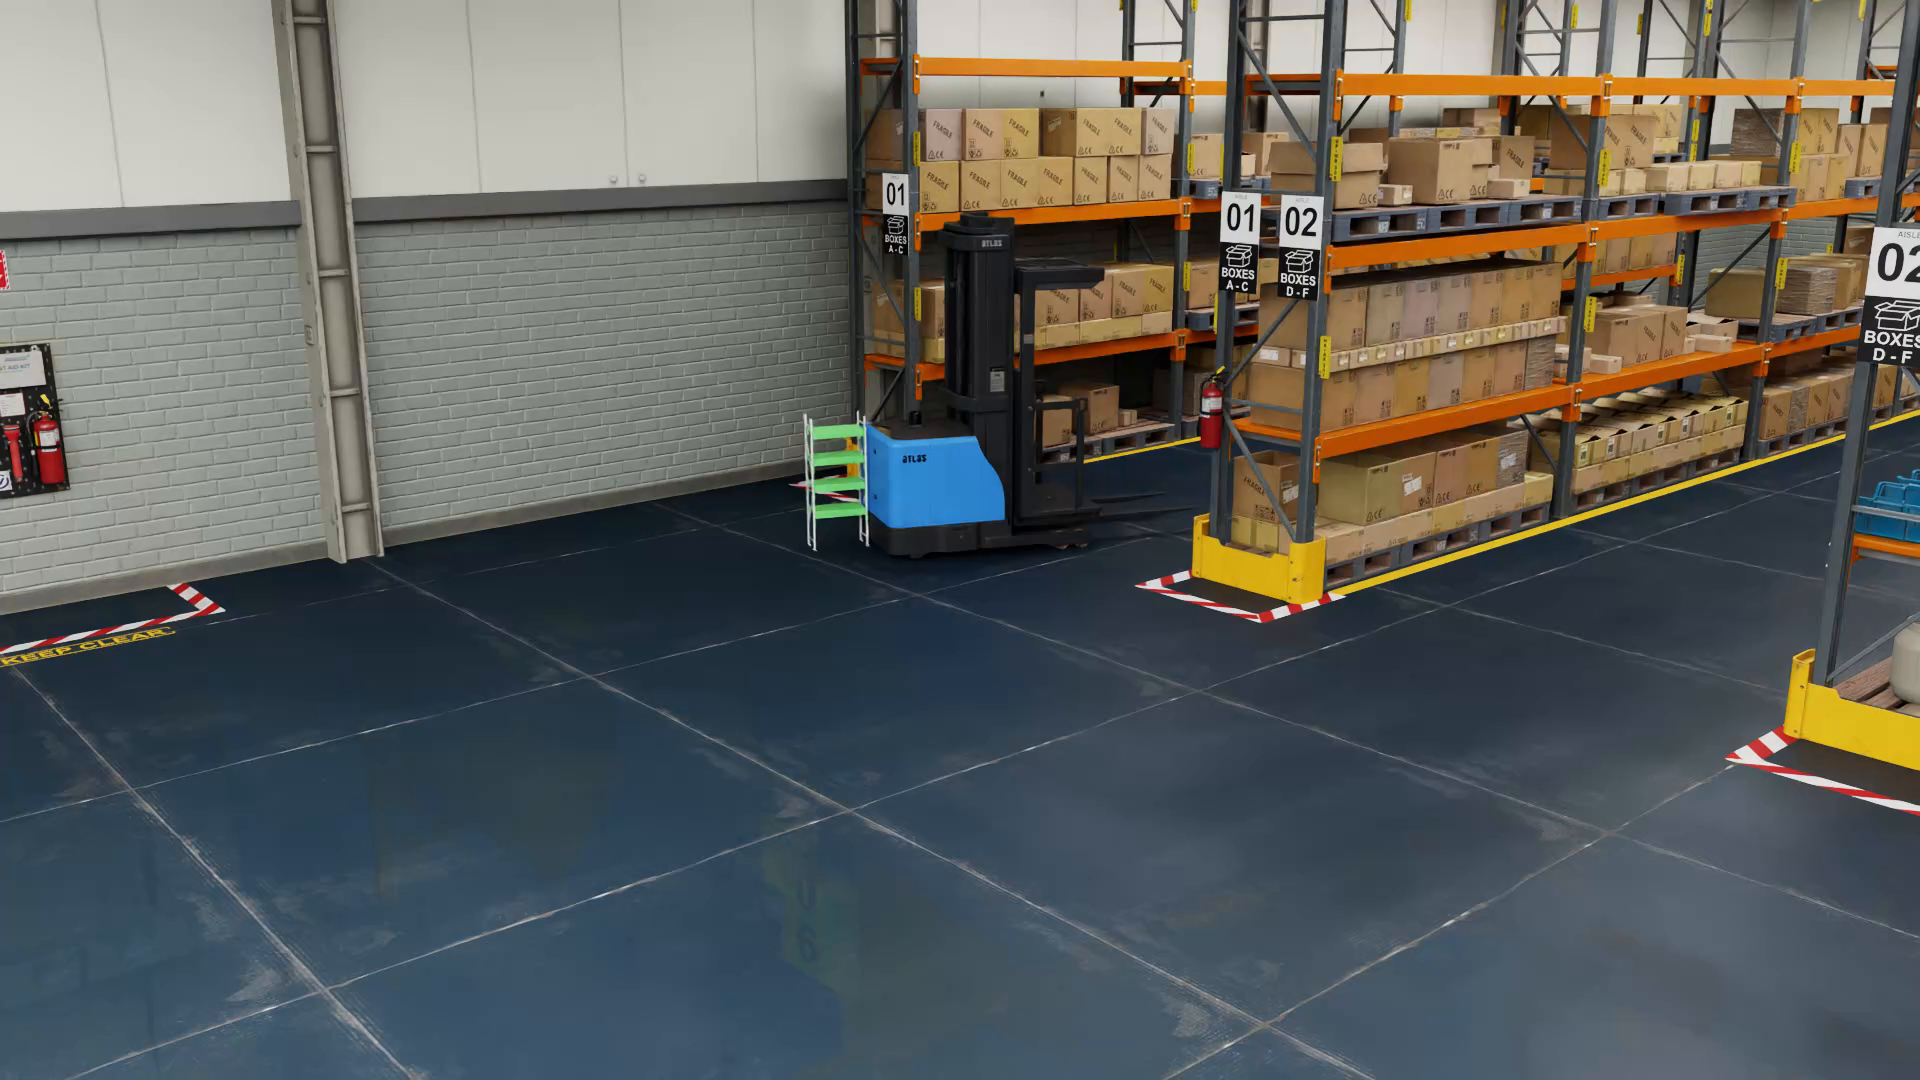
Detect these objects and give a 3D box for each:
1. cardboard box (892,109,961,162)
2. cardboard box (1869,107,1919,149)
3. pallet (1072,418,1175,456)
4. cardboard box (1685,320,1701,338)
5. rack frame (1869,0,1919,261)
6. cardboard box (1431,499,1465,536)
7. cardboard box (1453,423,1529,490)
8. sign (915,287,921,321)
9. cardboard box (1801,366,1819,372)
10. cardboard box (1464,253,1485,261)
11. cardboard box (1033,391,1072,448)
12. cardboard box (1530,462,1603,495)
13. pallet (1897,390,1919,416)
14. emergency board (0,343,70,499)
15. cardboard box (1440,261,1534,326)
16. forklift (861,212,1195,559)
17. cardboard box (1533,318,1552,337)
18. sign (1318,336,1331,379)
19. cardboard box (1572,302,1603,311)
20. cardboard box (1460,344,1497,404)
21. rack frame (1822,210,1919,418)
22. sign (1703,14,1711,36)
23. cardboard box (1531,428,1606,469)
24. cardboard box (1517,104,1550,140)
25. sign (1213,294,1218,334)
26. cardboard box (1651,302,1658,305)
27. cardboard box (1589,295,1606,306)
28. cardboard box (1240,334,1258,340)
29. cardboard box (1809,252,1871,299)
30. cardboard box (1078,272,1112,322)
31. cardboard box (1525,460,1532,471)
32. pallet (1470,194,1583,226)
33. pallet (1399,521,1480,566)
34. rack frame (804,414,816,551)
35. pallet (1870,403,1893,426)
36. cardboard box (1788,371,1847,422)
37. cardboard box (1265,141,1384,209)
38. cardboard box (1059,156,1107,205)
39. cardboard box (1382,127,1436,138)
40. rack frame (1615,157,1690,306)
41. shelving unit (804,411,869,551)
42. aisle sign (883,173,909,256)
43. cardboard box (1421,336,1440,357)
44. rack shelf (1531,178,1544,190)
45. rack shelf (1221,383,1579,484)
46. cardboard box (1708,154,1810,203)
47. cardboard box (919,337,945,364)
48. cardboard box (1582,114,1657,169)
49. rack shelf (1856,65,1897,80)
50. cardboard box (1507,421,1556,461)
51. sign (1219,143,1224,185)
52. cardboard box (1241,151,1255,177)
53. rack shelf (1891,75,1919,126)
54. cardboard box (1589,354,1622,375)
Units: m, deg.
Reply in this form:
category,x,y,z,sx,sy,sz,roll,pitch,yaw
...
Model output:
category,x,y,z,sx,sy,sz,roll,pitch,yaw
cardboard box,-0.329,-4.045,16.597,0.500,0.500,0.500,14,21,43
cardboard box,11.870,-5.176,20.871,0.500,0.500,0.700,-13,19,-39
pallet,1.755,-1.246,19.507,1.213,0.211,1.003,-13,19,-39
cardboard box,7.709,-2.271,18.113,0.500,0.311,0.500,-13,20,-40
rack frame,5.724,-3.006,9.067,0.127,3.000,1.000,-13,19,-39
cardboard box,4.159,-0.249,14.882,0.500,0.250,0.500,-13,19,-39
cardboard box,4.902,-0.784,15.432,0.500,0.500,0.500,-13,19,-39
sign,-0.423,-2.349,16.555,0.005,0.325,0.100,-13,19,-39
cardboard box,10.226,-1.900,20.543,0.500,0.500,0.500,-12,19,-39
cardboard box,6.954,-3.886,23.178,0.500,0.500,0.500,-12,19,-38
cardboard box,0.818,-1.352,18.491,0.500,0.500,0.700,-14,21,-43
cardboard box,5.960,-0.645,16.366,0.500,0.250,0.500,-13,20,-41
pallet,12.047,-1.874,21.859,1.213,0.211,1.003,-13,19,-39
emergency board,-7.234,-0.896,12.791,0.643,1.169,0.194,-13,19,-39
cardboard box,4.782,-2.263,15.203,0.500,0.500,0.700,-13,20,-39
forklift,0.660,-1.458,15.030,3.031,2.935,1.130,-5,16,-18
cardboard box,5.241,-1.983,15.410,0.250,0.149,0.380,-13,20,-41
sign,2.835,-1.420,12.923,0.005,0.325,0.100,-13,19,-39
cardboard box,9.677,-3.596,25.672,0.250,0.149,0.380,-13,20,-41
cardboard box,4.388,-1.547,15.037,0.500,0.500,0.700,-12,19,-39
rack frame,11.528,-3.106,21.064,0.127,3.000,1.000,-13,19,-39
sign,11.637,-8.027,25.899,0.005,0.325,0.100,-13,19,-39
cardboard box,5.968,-0.917,16.299,0.500,0.311,0.500,-13,19,-39
cardboard box,8.647,-6.223,24.754,0.500,0.500,0.500,-13,20,-40
sign,2.130,-1.855,13.678,0.005,0.325,0.100,-13,19,-39
cardboard box,10.829,-3.604,26.961,0.500,0.500,0.700,-13,19,-39
cardboard box,10.030,-3.806,26.460,0.250,0.149,0.380,-12,19,-39
cardboard box,3.891,-2.454,21.164,0.500,0.250,0.500,-13,20,-40
cardboard box,11.024,-3.320,20.860,0.700,0.500,0.500,8,17,28
cardboard box,1.325,-2.704,18.361,0.500,0.500,0.500,-13,20,-41
cardboard box,5.616,-0.752,16.765,0.500,0.250,0.500,-13,20,-40
pallet,4.867,-3.007,15.055,1.213,0.211,1.003,-13,19,-39
pallet,3.945,-0.069,15.099,1.213,0.211,1.003,-13,19,-39
rack frame,-1.338,-0.509,14.829,0.015,1.200,0.240,-5,16,-18
pallet,10.939,-1.613,20.881,1.213,0.211,1.003,-13,19,-39
cardboard box,10.205,-1.718,19.859,0.500,0.500,0.500,-14,20,-41
cardboard box,2.912,-2.939,13.342,0.637,0.503,0.797,-11,18,-36
cardboard box,1.237,-3.903,18.005,0.500,0.500,0.500,-14,20,-41
cardboard box,5.949,-5.295,22.402,0.500,0.500,0.700,-14,20,-42
rack frame,11.291,-4.747,27.209,0.127,3.000,1.000,-13,19,-39
shelving unit,-1.107,-0.531,14.905,0.503,1.200,0.258,-5,16,-18
aisle sign,-0.636,-3.222,16.462,0.004,0.787,0.394,-13,19,-39
cardboard box,3.883,-1.678,14.267,0.250,0.149,0.380,-13,20,-40
rack shelf,6.765,-4.832,23.109,4.000,0.370,1.077,-13,19,-39
rack shelf,3.984,-1.064,14.815,4.000,0.370,1.077,-13,19,-39
cardboard box,8.818,-4.006,18.429,0.500,0.500,0.910,-13,19,-39
cardboard box,-0.202,-1.995,17.157,0.500,0.250,0.500,-13,20,-41
cardboard box,6.399,-3.890,16.212,0.500,0.500,0.500,-10,18,-34
rack shelf,13.037,-5.994,21.652,4.000,0.370,1.077,-13,19,-39
cardboard box,5.610,-1.020,16.685,0.500,0.311,0.500,-13,19,-39
sign,2.130,-3.019,13.367,0.005,0.325,0.100,-13,19,-39
cardboard box,3.168,-4.505,19.848,0.500,0.311,0.500,-12,19,-38
rack shelf,7.233,-2.804,10.480,4.000,0.370,1.077,-13,19,-39
cardboard box,6.296,-1.739,16.436,0.250,0.149,0.380,-13,19,-39
